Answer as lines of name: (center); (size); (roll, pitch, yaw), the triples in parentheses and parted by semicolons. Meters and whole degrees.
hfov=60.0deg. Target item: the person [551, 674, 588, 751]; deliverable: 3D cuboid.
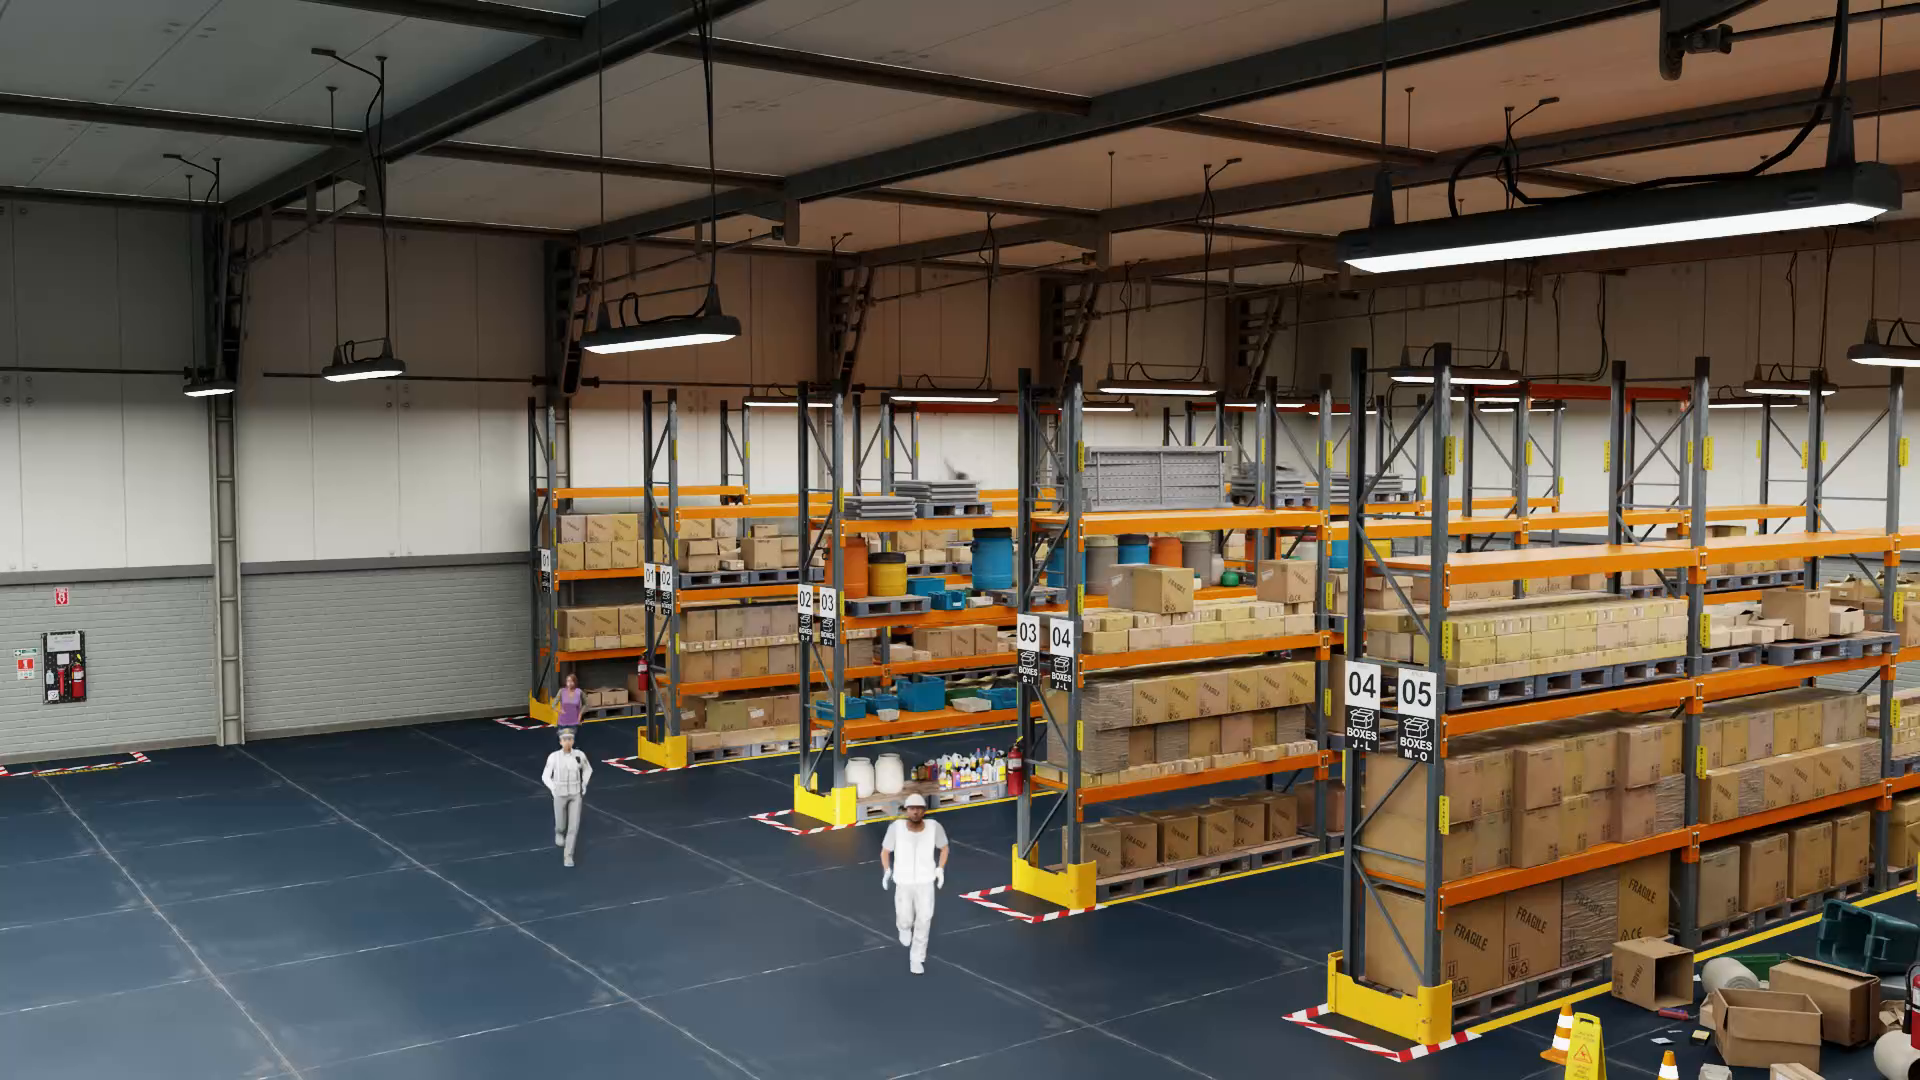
person: (-6.020, 2.854, 25.642); (0.547, 1.602, 0.807); (-1, 3, -11)

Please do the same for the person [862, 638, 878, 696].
person: (-1.667, 2.553, 30.793); (0.723, 1.584, 0.558); (-3, 4, -41)

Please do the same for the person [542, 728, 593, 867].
person: (-4.817, 3.128, 20.449); (0.615, 1.667, 0.729); (-1, 4, -19)

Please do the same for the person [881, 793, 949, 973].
person: (-0.440, 3.332, 16.386); (0.672, 1.734, 0.694); (0, 3, -3)
